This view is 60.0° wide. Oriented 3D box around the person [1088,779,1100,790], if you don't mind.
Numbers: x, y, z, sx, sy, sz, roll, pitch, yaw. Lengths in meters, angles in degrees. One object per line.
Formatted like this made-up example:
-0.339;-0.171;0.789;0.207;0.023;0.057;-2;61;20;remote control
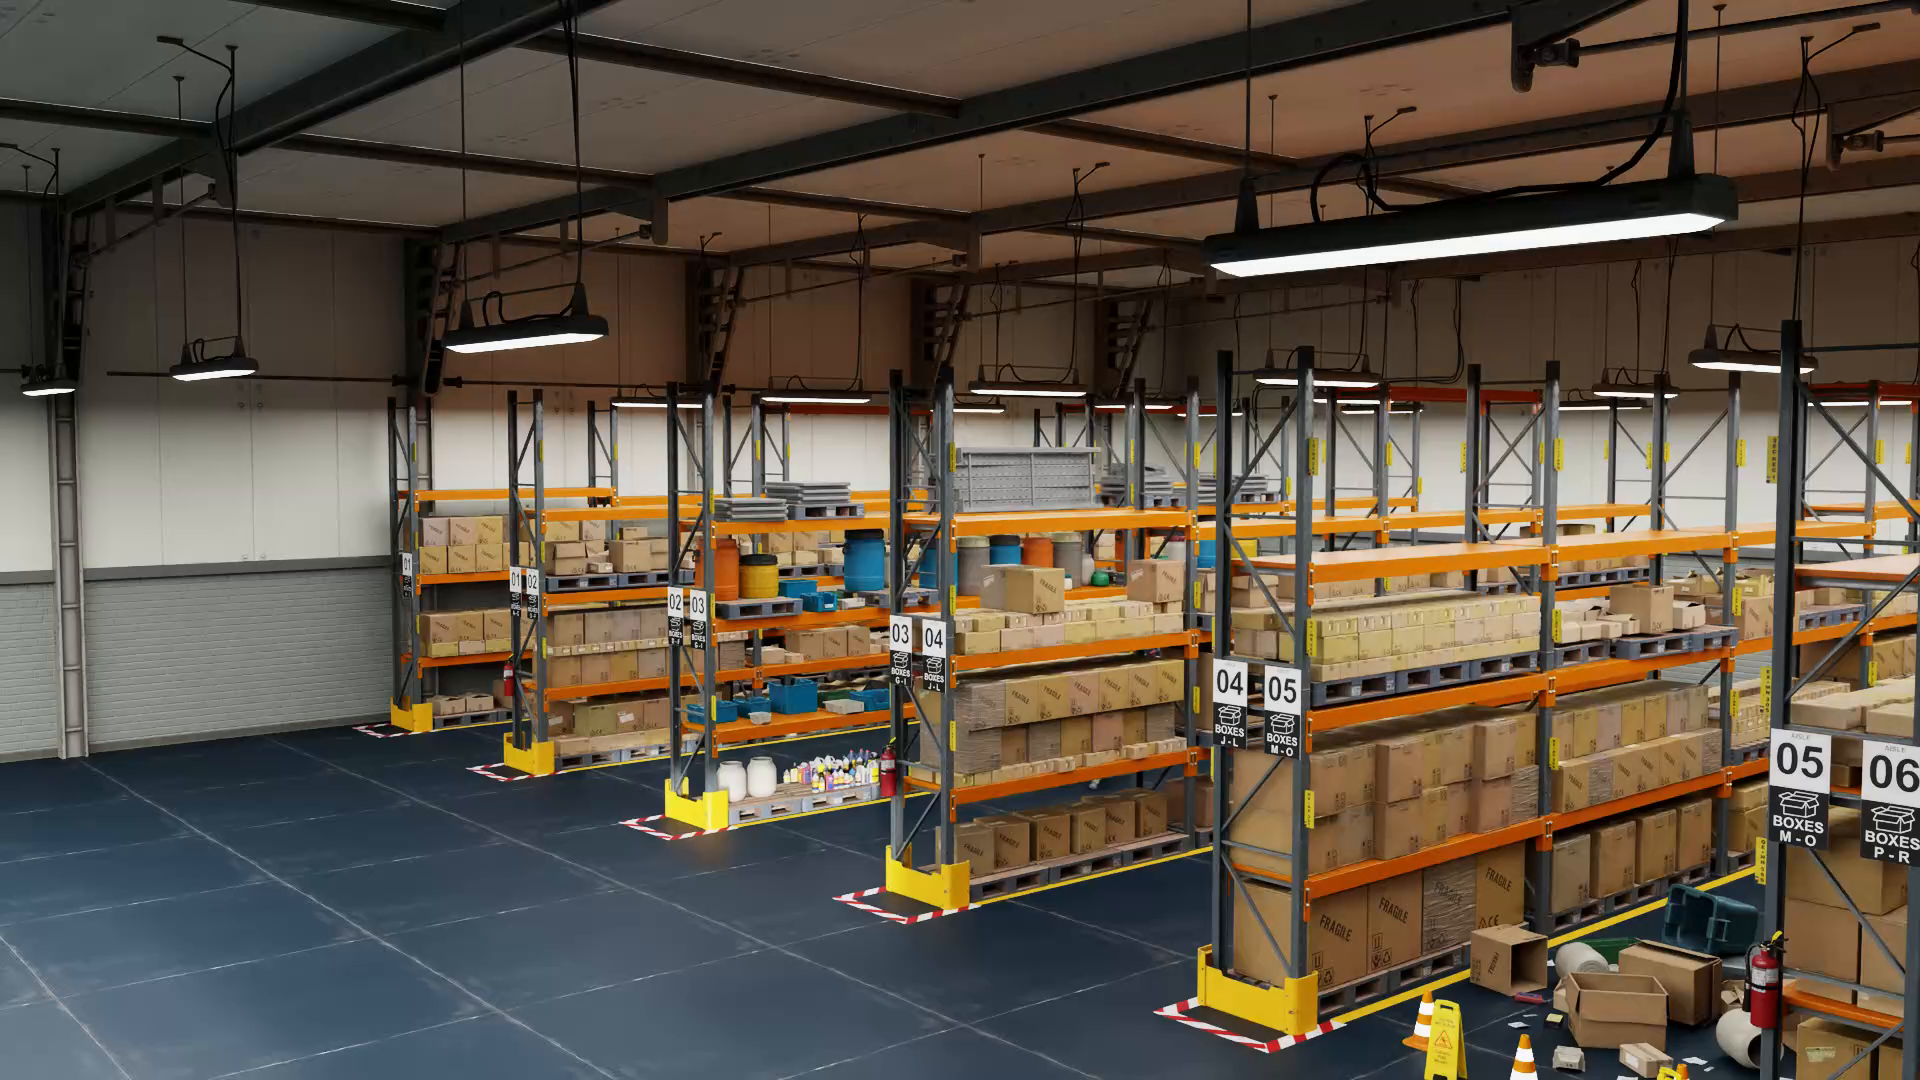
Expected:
2.099;2.816;25.007;0.643;1.755;0.985;2;4;26;person

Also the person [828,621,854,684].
-2.342;2.386;32.795;0.559;1.717;0.901;3;4;38;person
